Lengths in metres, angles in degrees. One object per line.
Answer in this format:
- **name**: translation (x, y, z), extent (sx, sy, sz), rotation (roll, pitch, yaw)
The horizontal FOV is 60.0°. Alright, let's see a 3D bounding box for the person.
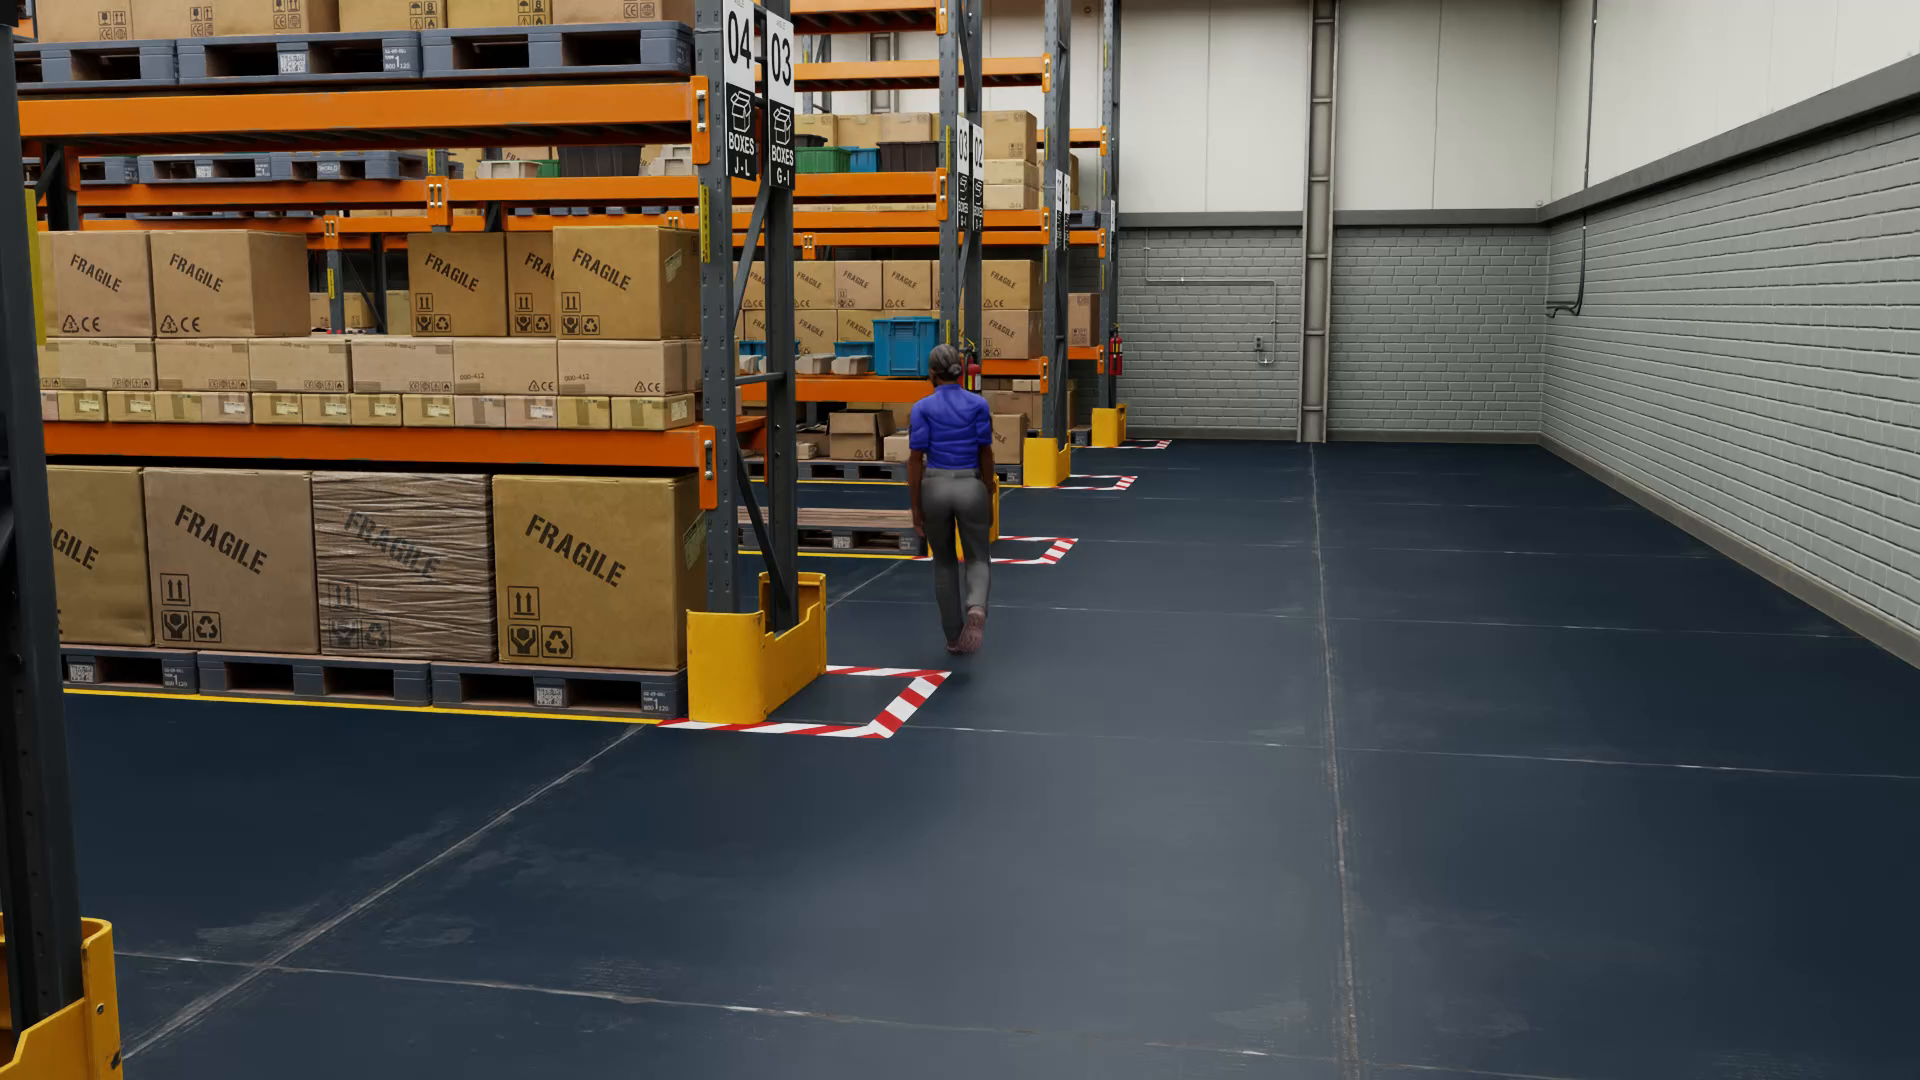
- **person**: translation (-0.046, -0.201, 8.668), extent (0.453, 1.632, 0.695), rotation (0, 8, 0)
